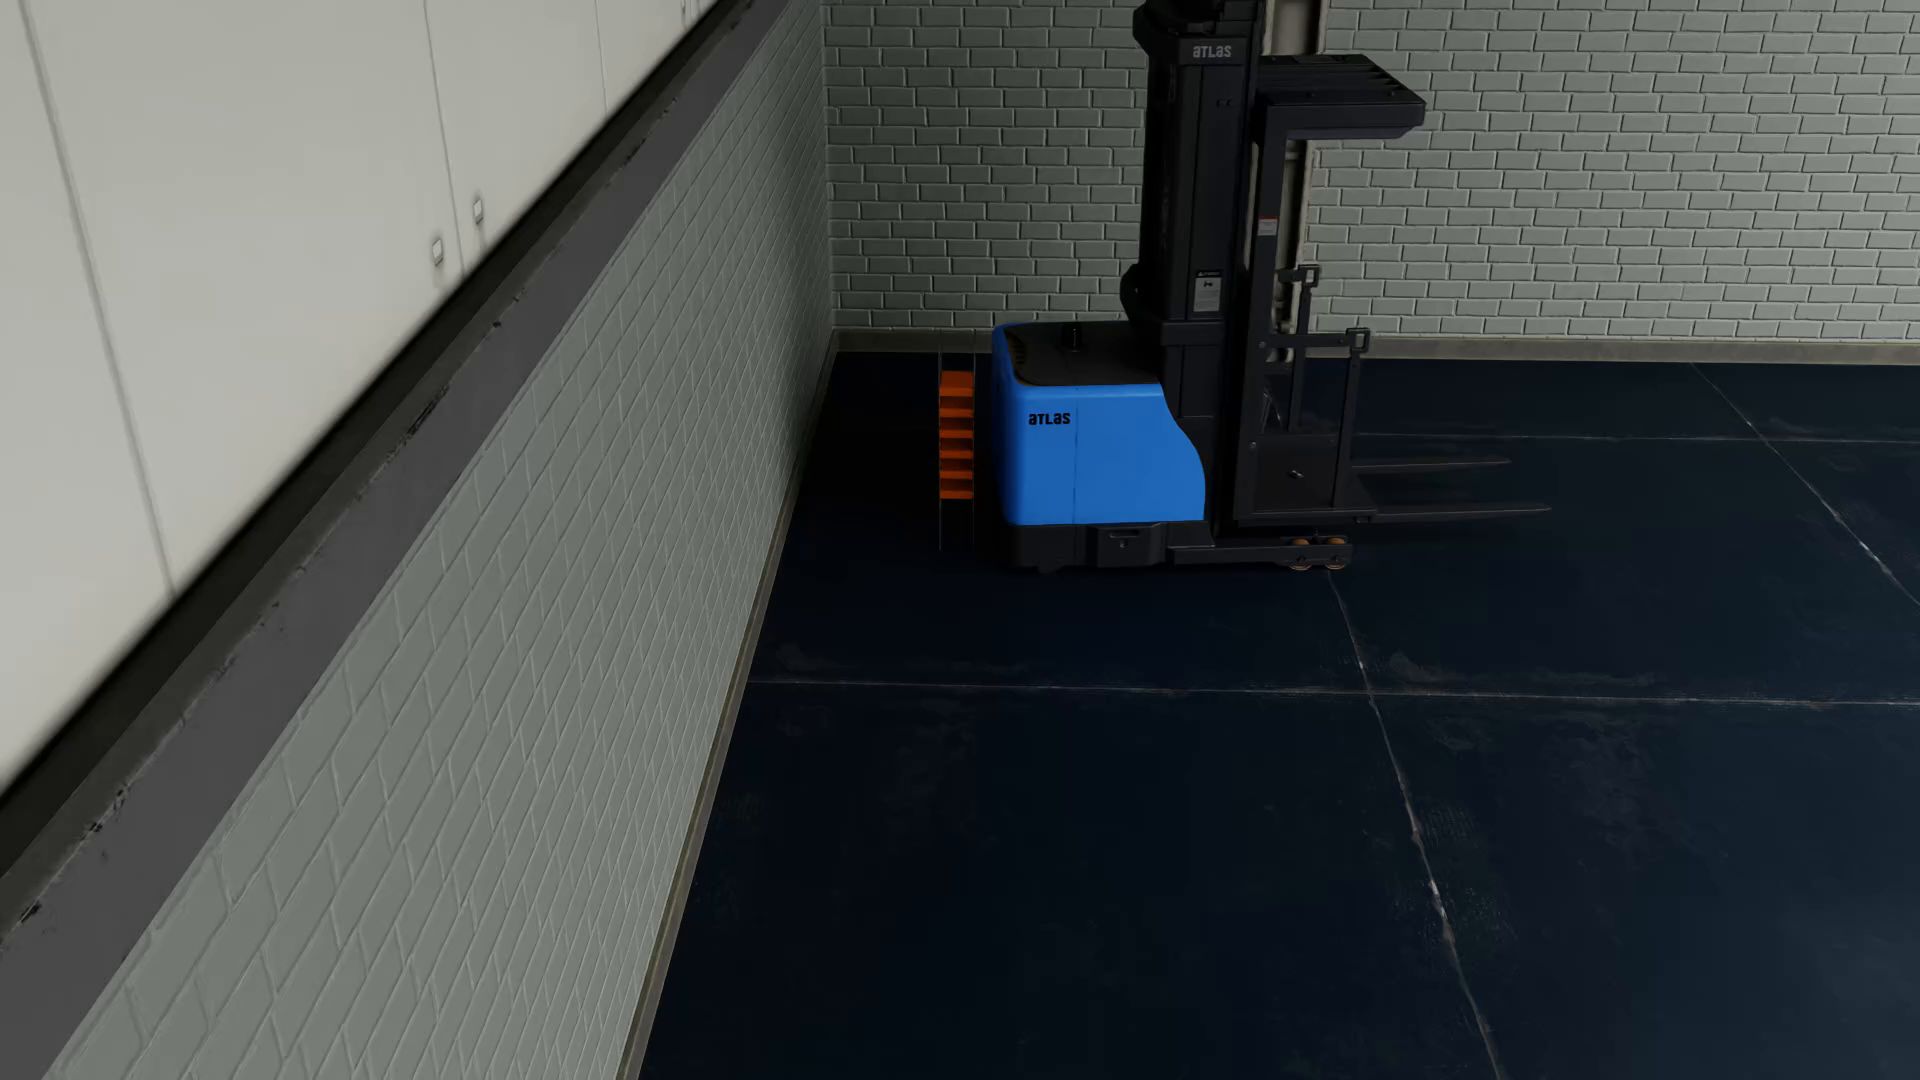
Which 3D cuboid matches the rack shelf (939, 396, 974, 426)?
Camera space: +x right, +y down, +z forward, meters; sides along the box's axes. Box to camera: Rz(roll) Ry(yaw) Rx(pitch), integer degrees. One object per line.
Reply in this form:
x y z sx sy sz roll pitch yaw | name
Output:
-0.014 -0.703 8.878 0.180 0.103 0.258 1 28 2 | rack shelf

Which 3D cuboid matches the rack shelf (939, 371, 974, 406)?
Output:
-0.014 -0.809 8.822 0.180 0.103 0.258 1 28 2 | rack shelf

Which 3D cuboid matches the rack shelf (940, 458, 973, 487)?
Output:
-0.014 -0.385 9.046 0.180 0.103 0.258 1 28 2 | rack shelf

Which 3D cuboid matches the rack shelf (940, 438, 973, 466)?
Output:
-0.014 -0.491 8.990 0.180 0.103 0.258 1 28 2 | rack shelf

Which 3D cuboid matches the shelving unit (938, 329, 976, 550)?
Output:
-0.014 -0.530 8.969 0.189 1.200 0.258 1 28 2 | shelving unit

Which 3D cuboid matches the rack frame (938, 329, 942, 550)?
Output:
-0.106 -0.532 8.972 0.006 1.200 0.240 1 28 2 | rack frame

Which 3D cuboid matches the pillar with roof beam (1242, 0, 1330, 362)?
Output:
1.942 -3.192 5.664 0.400 9.000 9.100 1 28 2 | pillar with roof beam

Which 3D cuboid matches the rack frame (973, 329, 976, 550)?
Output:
0.077 -0.529 8.967 0.006 1.200 0.240 1 28 2 | rack frame

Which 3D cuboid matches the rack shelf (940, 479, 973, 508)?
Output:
-0.014 -0.279 9.103 0.180 0.103 0.258 1 28 2 | rack shelf

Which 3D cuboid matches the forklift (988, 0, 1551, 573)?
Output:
1.703 -1.377 8.718 3.031 2.935 1.130 -2 28 -3 | forklift

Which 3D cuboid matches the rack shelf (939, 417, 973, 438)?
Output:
-0.014 -0.597 8.934 0.180 0.103 0.258 1 28 2 | rack shelf
